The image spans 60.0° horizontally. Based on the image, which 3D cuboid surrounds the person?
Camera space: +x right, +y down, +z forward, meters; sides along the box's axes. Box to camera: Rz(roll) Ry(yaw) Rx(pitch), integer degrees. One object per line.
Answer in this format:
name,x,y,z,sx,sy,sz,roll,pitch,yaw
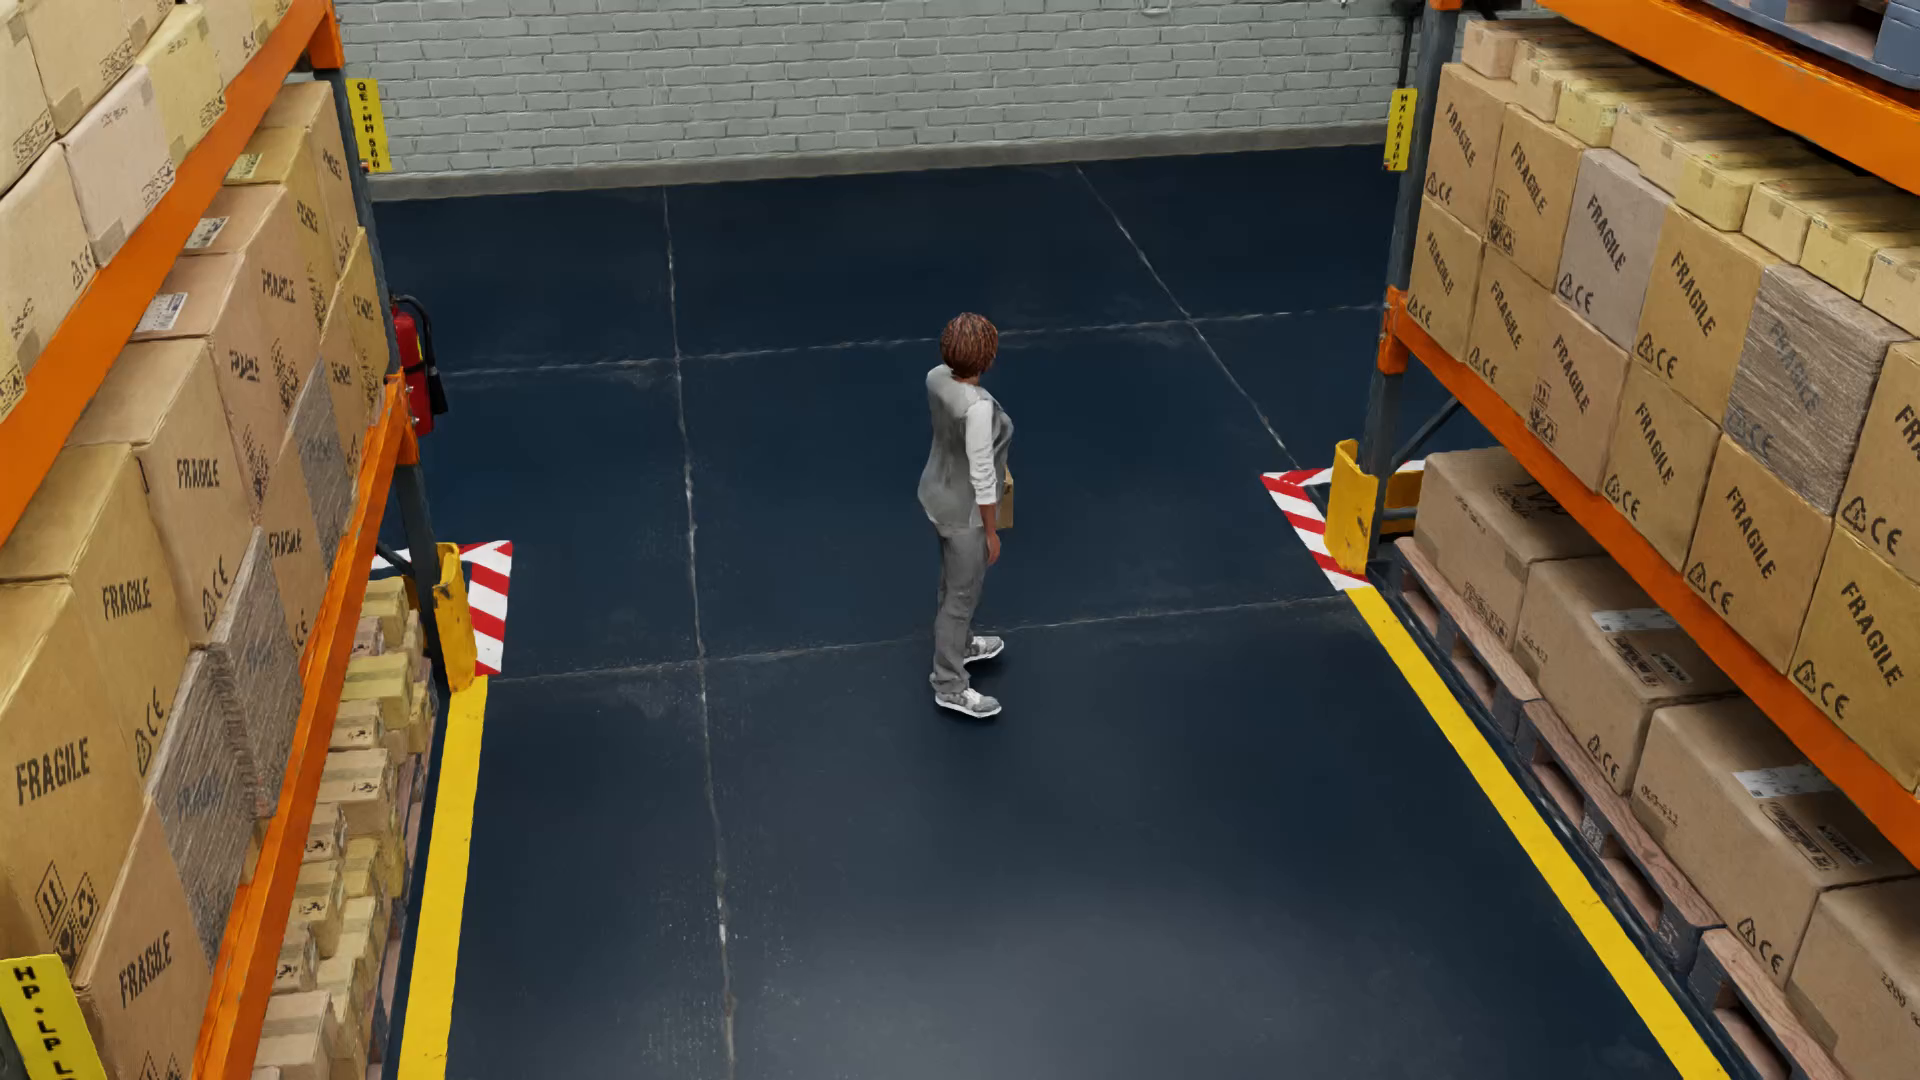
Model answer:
person,0.044,-0.112,6.277,0.406,1.602,0.506,-12,33,-19
